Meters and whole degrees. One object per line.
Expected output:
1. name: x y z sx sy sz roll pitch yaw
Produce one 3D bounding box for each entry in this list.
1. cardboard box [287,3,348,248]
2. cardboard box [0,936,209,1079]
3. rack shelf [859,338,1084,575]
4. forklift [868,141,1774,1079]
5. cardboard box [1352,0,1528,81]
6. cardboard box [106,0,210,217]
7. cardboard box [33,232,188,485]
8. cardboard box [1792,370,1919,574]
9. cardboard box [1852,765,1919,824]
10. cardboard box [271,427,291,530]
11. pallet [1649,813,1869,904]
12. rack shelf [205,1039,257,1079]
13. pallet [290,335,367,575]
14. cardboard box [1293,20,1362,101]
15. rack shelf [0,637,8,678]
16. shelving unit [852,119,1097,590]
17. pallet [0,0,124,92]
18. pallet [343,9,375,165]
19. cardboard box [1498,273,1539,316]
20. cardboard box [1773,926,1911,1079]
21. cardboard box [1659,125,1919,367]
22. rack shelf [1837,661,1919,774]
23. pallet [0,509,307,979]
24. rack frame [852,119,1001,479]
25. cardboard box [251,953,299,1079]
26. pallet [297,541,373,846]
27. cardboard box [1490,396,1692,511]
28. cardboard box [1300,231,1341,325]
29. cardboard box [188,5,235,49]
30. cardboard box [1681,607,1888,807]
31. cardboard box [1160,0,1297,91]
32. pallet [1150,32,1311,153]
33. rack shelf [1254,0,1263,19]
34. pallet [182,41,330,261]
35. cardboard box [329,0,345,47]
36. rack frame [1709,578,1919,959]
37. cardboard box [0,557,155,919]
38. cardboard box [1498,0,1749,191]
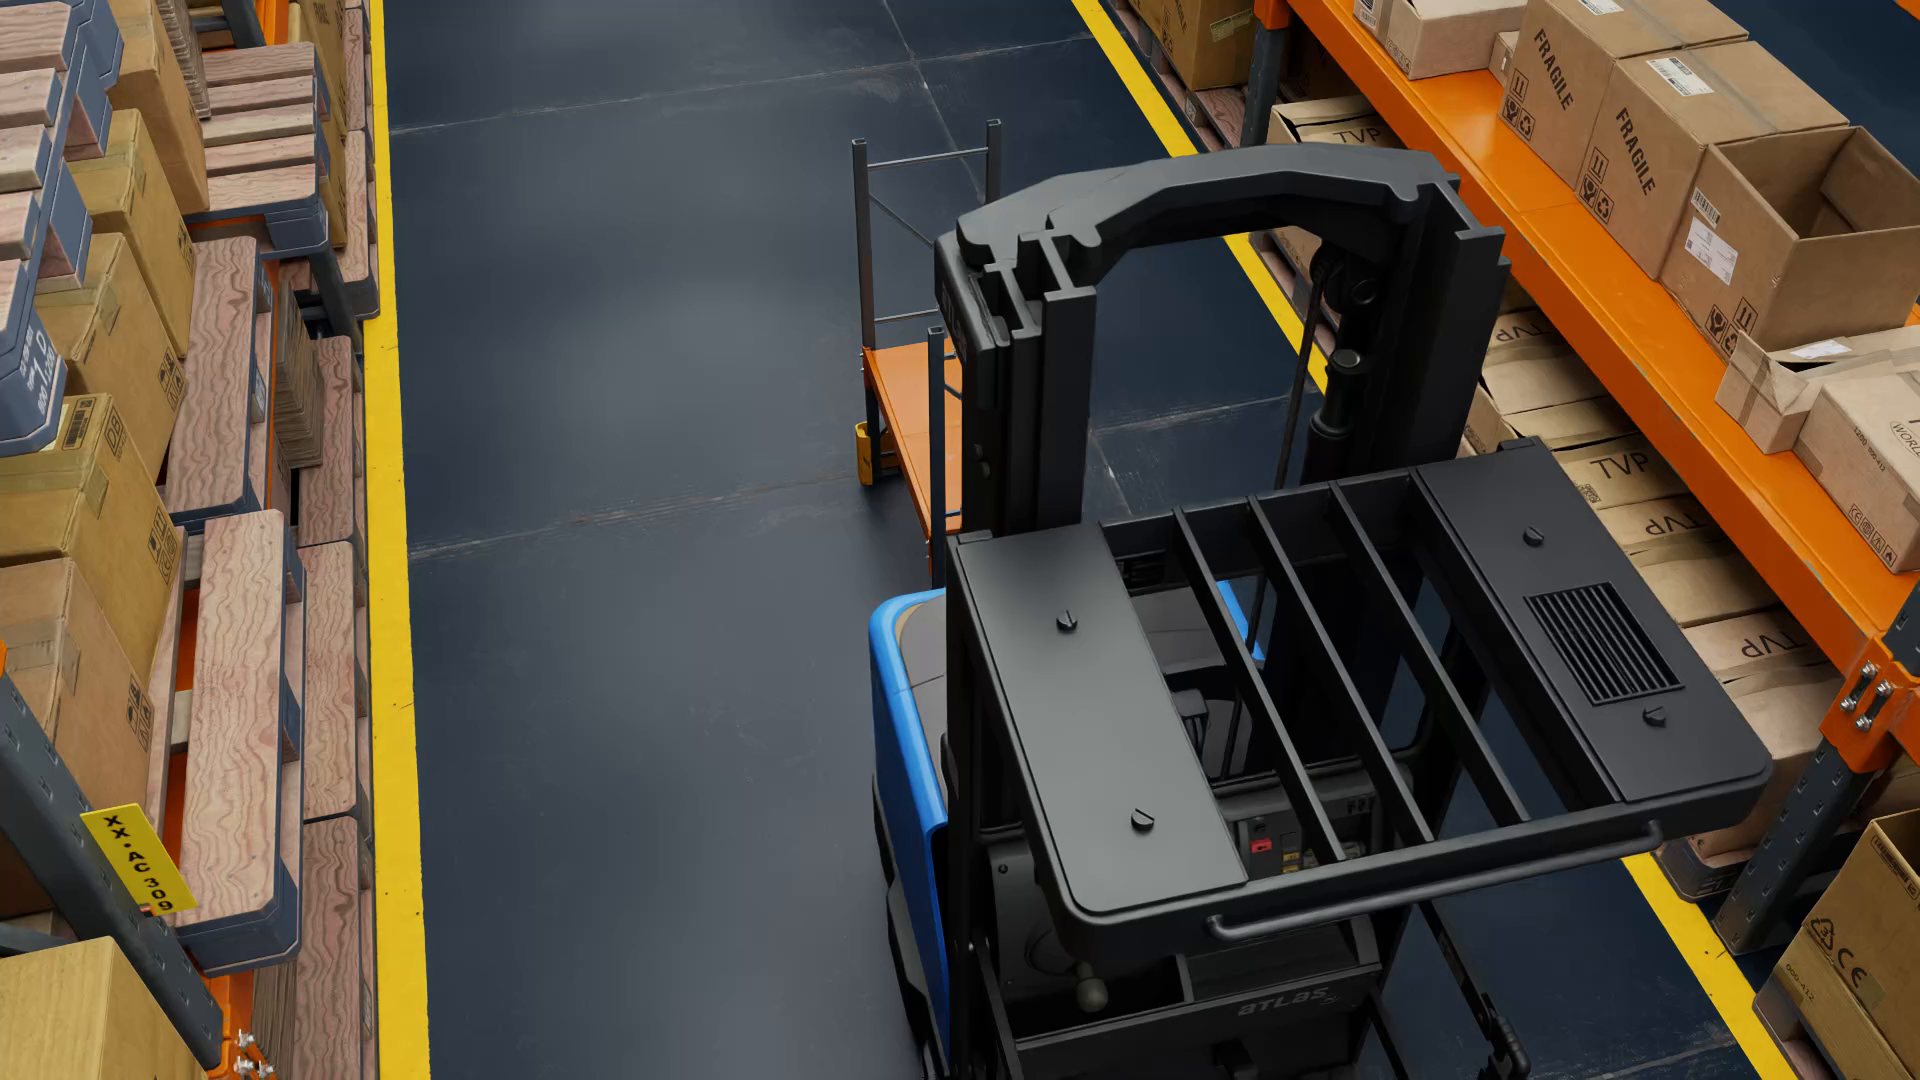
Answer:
1. cardboard box: -3.077 -1.702 7.029 0.750 0.750 0.750 -11 47 -11
2. cardboard box: -1.571 1.038 2.698 0.500 0.500 0.500 -11 47 -10
3. rack shelf: 0.022 -0.340 5.785 0.538 0.185 1.000 -11 47 -10
4. forklift: 0.573 0.835 3.380 1.130 2.935 3.031 -10 46 -9
5. cardboard box: 1.814 -2.000 6.172 0.500 0.311 0.500 -11 47 -11
6. cardboard box: -2.716 -1.261 5.008 0.700 0.500 0.500 -15 47 -14
7. cardboard box: -2.423 -0.397 4.161 0.700 0.500 0.500 -5 46 -5
8. cardboard box: 2.628 -0.202 4.453 0.500 0.250 0.500 -8 46 -8
9. cardboard box: 2.933 0.569 5.223 0.500 0.250 0.500 -12 47 -11
10. cardboard box: -2.761 -0.191 5.779 0.700 0.500 0.500 -11 47 -10
11. pallet: 2.570 0.552 5.561 1.003 0.211 1.213 -11 47 -10
12. rack shelf: -1.479 2.618 2.088 1.077 0.370 4.000 -11 47 -10
13. pallet: -2.817 -0.260 6.357 1.003 0.211 1.213 -11 47 -10
14. cardboard box: 1.932 -2.330 7.875 0.500 0.500 0.500 -9 46 -9
15. rack shelf: -2.503 -1.193 3.723 1.077 0.370 4.000 -11 47 -10
16. shelving unit: 0.019 -0.472 5.663 0.587 1.500 1.083 -11 47 -10
17. pallet: -2.315 -1.160 3.318 1.213 0.211 1.003 -11 47 -10
18. pallet: -3.453 -2.199 8.257 1.003 0.211 1.213 -11 47 -10
19. cardboard box: 1.894 -0.936 6.306 0.500 0.311 0.500 -12 47 -11
20. cardboard box: 2.622 1.268 4.538 0.500 0.250 0.500 -11 47 -10
21. cardboard box: 2.481 -0.855 4.917 0.500 0.500 0.500 -8 46 -7
22. rack shelf: 3.309 1.710 2.978 1.077 0.370 4.000 -11 47 -10
23. pallet: -2.046 0.498 3.796 1.003 0.211 1.213 -11 47 -10
24. rack frame: -0.108 -0.817 6.001 0.500 1.500 0.032 -11 47 -10
25. cardboard box: -2.196 1.201 4.415 0.700 0.500 0.500 -9 46 -9
26. pallet: -2.508 0.580 5.533 1.003 0.211 1.213 -11 47 -10
27. cardboard box: 2.151 -0.234 5.617 0.500 0.311 0.500 -11 47 -10
28. cardboard box: 1.752 -1.107 6.866 0.500 0.250 0.500 -12 47 -11
29. cardboard box: -2.876 -1.965 6.237 0.380 0.149 0.250 -11 47 -11
30. cardboard box: 2.416 0.469 4.928 0.500 0.311 0.500 -11 47 -10
31. cardboard box: 1.306 -2.566 8.107 0.500 0.500 0.500 -9 46 -9
32. pallet: 1.618 -2.231 8.288 1.003 0.211 1.213 -11 47 -10
33. rack shelf: 1.260 -3.813 8.391 1.077 0.370 4.000 -11 47 -10
34. pallet: -2.730 -1.236 5.496 1.213 0.211 1.003 -11 47 -10
35. cardboard box: -3.517 -2.894 8.197 0.750 0.750 0.750 -9 46 -9
36. rack frame: 2.797 0.077 4.074 1.000 3.000 0.127 -11 47 -10
37. cardboard box: -2.088 0.439 3.342 0.700 0.500 0.500 -11 47 -10
38. cardboard box: 2.218 -1.564 5.612 0.500 0.500 0.500 -13 47 -12
